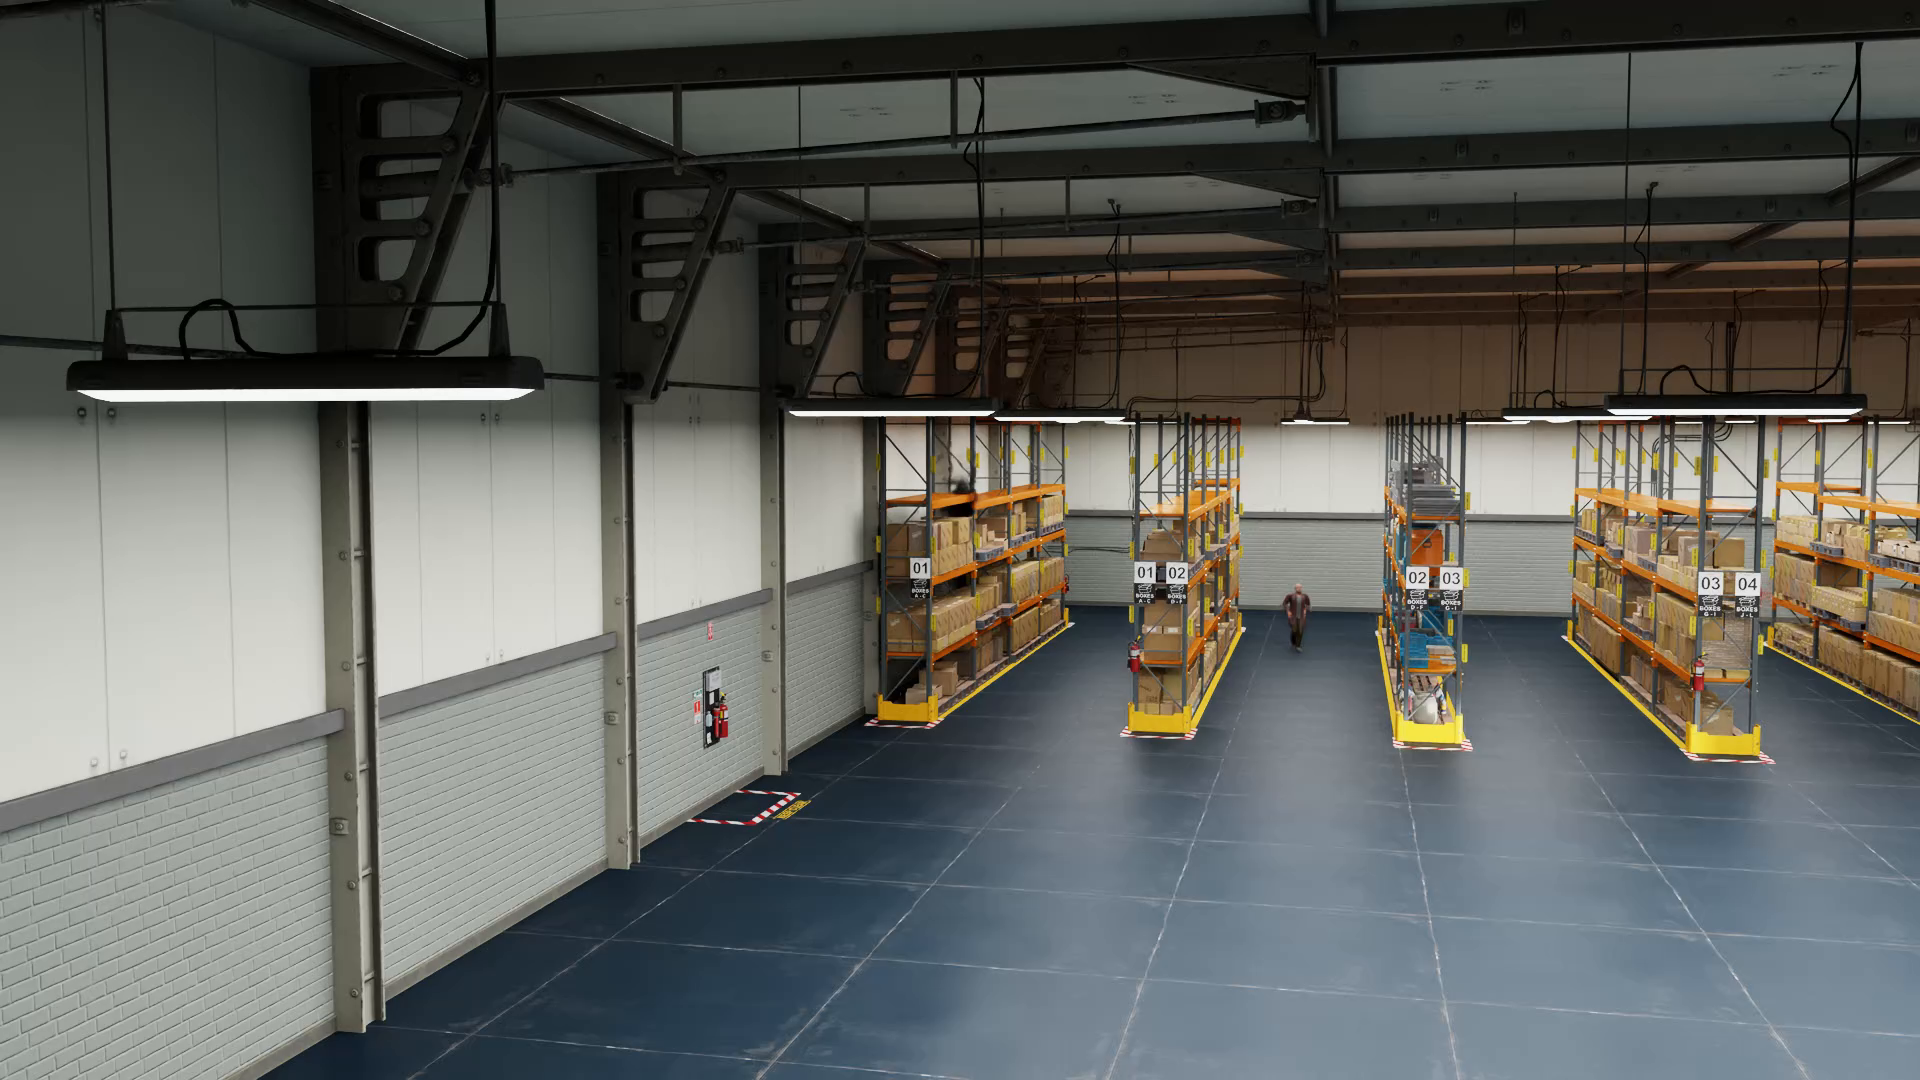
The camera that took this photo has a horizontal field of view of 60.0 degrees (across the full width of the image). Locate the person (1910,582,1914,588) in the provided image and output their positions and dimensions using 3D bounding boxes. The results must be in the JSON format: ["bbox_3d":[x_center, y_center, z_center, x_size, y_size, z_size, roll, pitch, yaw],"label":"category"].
[{"bbox_3d":[25.343,1.821,44.125,0.995,1.786,0.646,1,4,7],"label":"person"}]

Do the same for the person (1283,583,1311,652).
[{"bbox_3d":[8.599,1.990,42.360,0.688,1.765,0.580,0,4,1],"label":"person"}]

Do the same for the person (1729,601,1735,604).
[{"bbox_3d":[21.002,1.880,44.806,0.657,1.634,0.735,-2,4,-21],"label":"person"}]
